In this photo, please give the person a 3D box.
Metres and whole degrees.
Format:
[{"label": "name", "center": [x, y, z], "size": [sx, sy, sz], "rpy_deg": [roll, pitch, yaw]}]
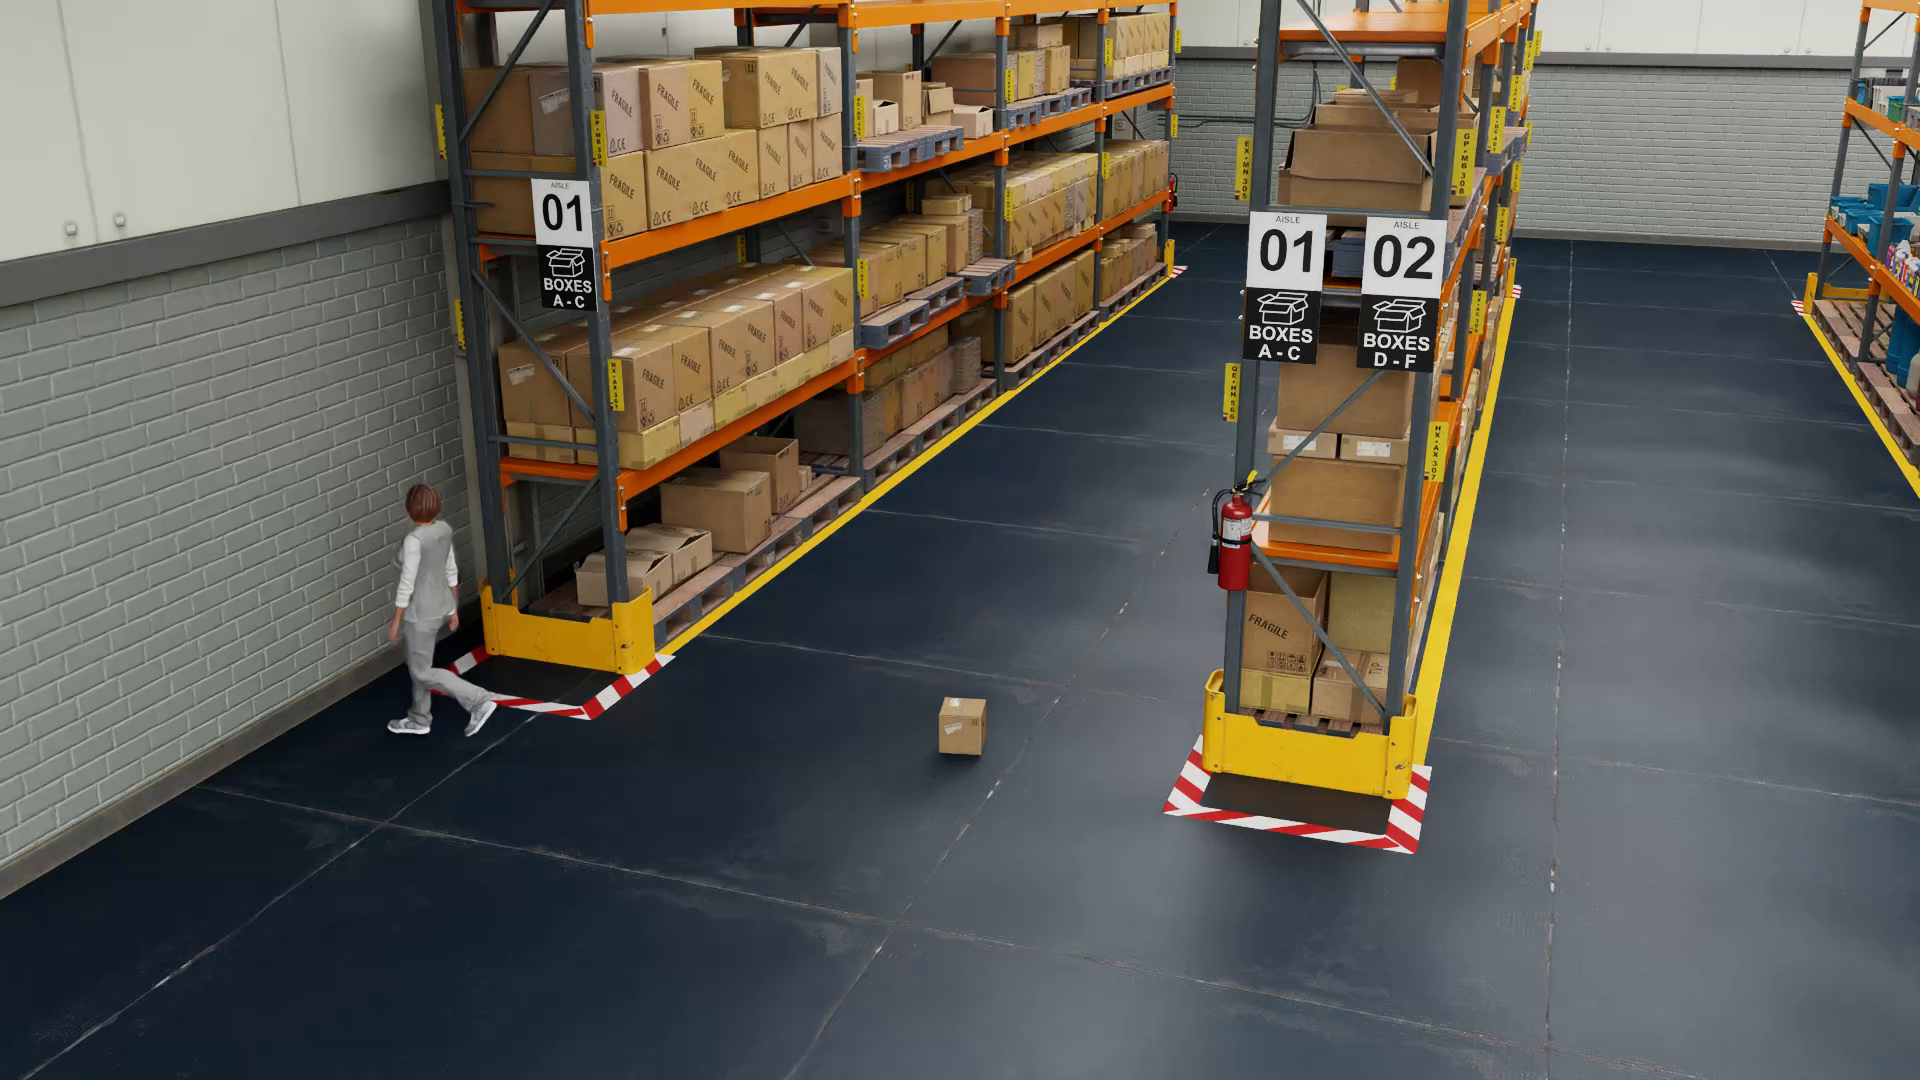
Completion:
[{"label": "person", "center": [-3.097, 0.438, 9.772], "size": [0.770, 1.570, 0.446], "rpy_deg": [4, 19, 12]}]
